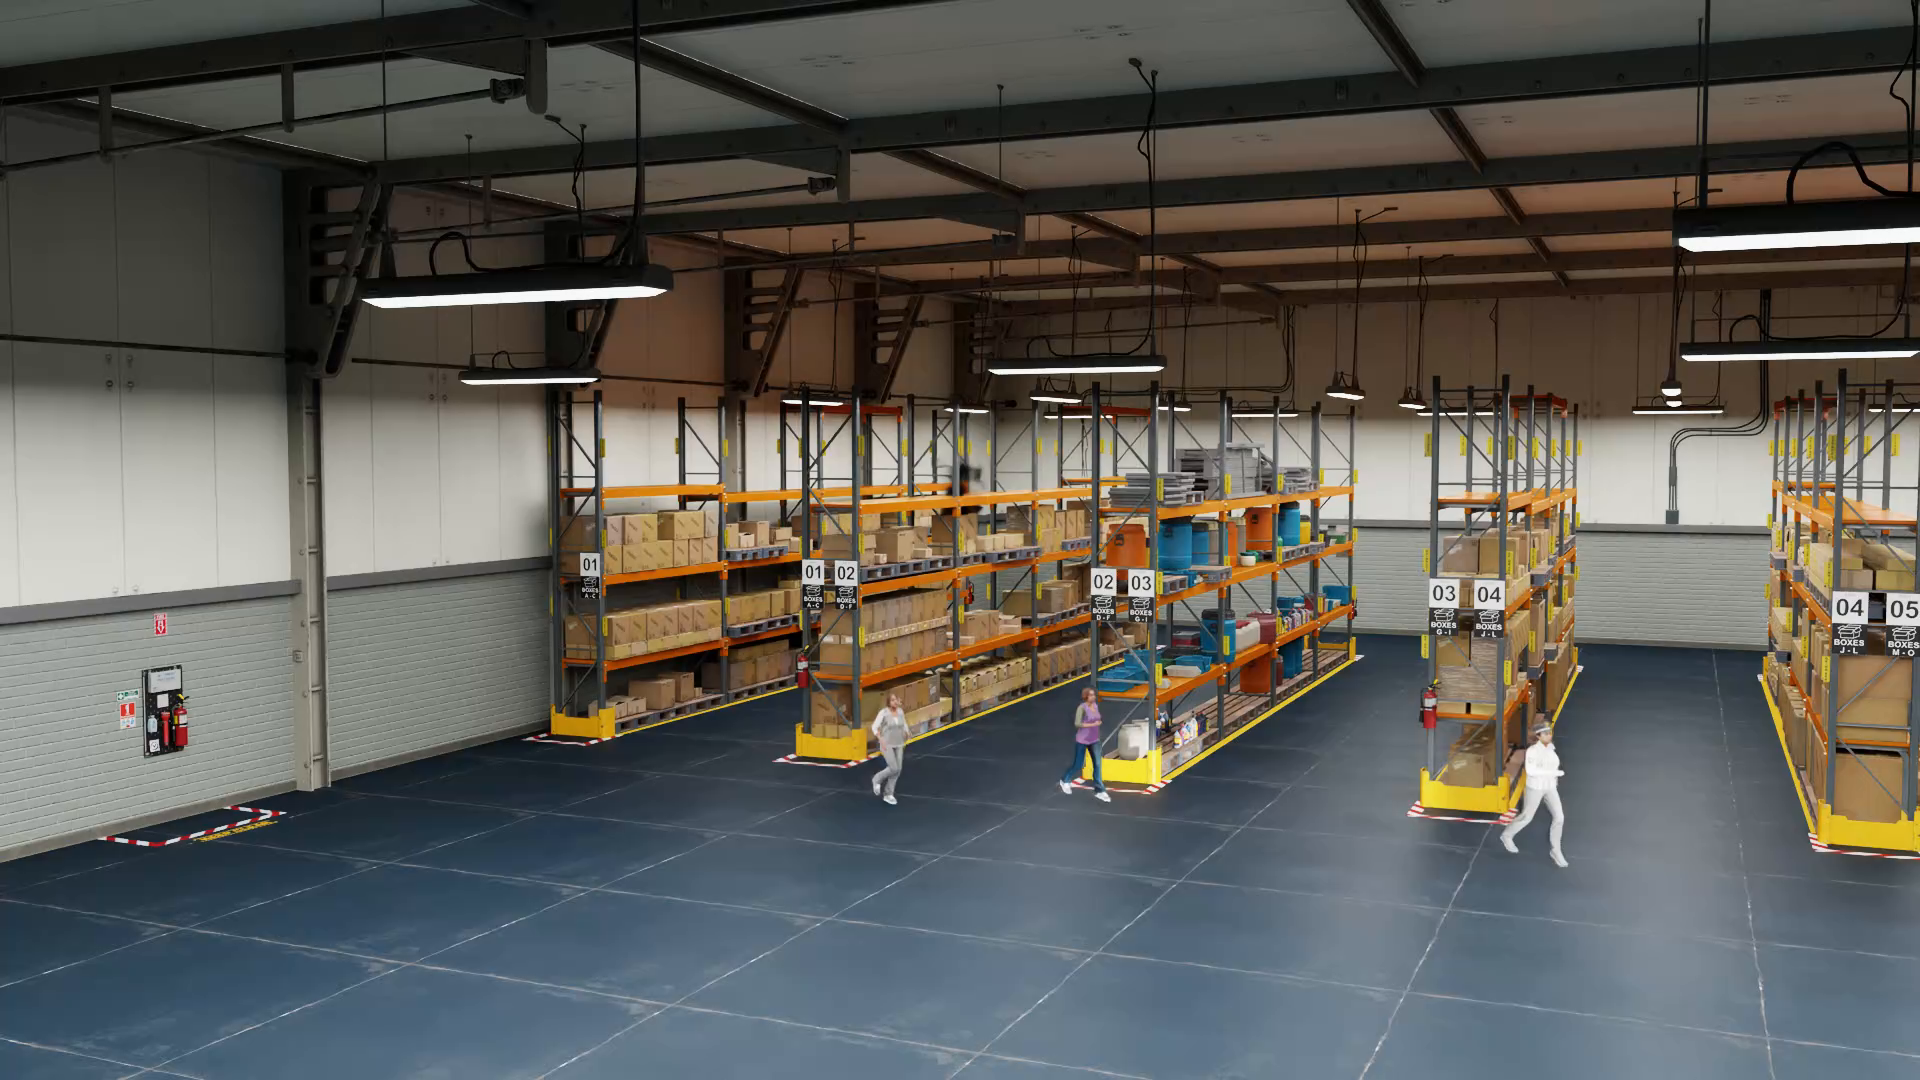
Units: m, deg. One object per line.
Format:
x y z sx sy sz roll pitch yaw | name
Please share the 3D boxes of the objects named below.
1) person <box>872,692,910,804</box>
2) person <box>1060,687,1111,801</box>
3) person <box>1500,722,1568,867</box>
-0.953 2.932 23.484 0.527 1.570 0.569 -2 4 -35 | person
1.791 2.862 23.535 0.555 1.580 0.917 -2 4 -38 | person
7.013 3.042 20.188 0.623 1.740 0.883 -2 4 -27 | person
